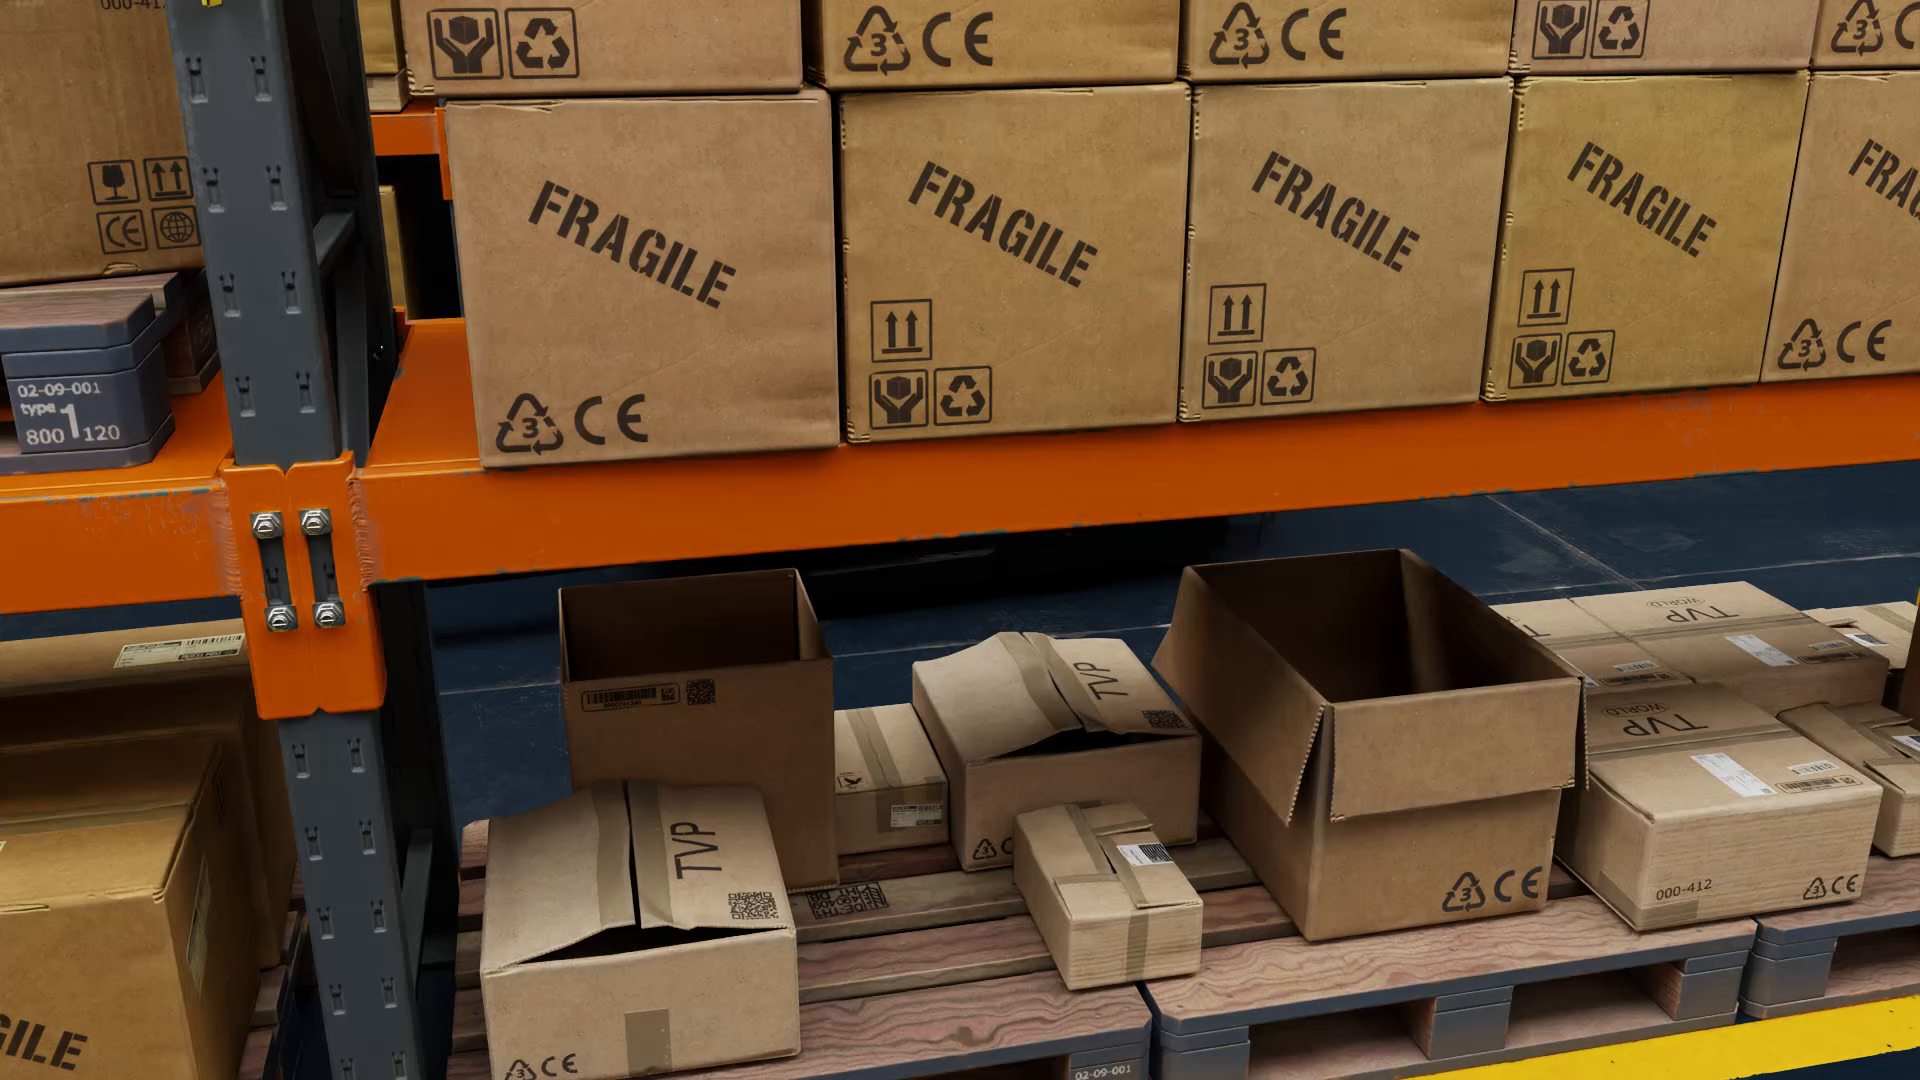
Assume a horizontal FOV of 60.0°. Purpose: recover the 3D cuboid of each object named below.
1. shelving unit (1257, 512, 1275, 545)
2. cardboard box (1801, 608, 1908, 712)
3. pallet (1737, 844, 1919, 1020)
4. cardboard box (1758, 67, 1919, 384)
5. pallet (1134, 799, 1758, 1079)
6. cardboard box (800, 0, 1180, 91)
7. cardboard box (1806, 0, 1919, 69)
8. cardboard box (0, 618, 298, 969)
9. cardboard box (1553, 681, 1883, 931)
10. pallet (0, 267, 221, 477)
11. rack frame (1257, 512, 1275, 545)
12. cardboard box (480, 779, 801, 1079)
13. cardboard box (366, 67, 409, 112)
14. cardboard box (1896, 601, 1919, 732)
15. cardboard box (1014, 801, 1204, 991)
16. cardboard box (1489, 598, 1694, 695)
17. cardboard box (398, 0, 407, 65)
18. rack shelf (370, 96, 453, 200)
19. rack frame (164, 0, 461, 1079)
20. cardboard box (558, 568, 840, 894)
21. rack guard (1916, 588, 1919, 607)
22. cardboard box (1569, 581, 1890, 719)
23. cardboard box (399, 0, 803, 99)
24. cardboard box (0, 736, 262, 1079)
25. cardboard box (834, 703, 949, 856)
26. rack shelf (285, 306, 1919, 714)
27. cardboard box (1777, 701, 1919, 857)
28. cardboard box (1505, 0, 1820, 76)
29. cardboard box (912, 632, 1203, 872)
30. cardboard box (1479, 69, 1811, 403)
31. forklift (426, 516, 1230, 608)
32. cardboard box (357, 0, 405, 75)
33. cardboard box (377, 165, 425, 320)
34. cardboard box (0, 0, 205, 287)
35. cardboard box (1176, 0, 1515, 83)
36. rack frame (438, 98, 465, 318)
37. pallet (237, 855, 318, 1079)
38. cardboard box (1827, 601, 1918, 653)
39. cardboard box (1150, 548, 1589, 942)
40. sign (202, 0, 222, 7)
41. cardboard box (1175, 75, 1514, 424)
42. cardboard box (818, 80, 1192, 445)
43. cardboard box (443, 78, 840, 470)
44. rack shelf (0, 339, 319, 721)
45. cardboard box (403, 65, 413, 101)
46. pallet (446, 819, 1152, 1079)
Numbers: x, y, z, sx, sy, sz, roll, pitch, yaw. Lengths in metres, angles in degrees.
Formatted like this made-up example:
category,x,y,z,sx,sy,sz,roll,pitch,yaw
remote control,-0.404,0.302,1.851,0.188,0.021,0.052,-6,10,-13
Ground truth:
category,x,y,z,sx,sy,sz,roll,pitch,yaw
shelving unit,1.059,-0.593,5.665,0.189,1.200,0.258,15,24,18
cardboard box,2.137,0.310,4.086,0.250,0.166,0.380,-5,21,-12
pallet,2.017,0.628,3.795,1.213,0.211,1.003,-5,21,-12
cardboard box,1.503,-0.592,2.924,0.500,0.500,0.500,-4,21,-12
pallet,0.832,0.723,3.535,1.213,0.211,1.003,-5,21,-12
cardboard box,-0.001,-0.935,2.408,0.500,0.500,0.500,-5,21,-14
cardboard box,1.502,-1.058,2.742,0.500,0.500,0.500,-4,21,-11
cardboard box,-1.553,0.489,3.113,0.500,0.500,0.500,-6,21,-15
cardboard box,1.463,0.524,3.382,0.500,0.250,0.500,-5,21,-12
pallet,-1.829,-0.318,2.601,1.213,0.211,1.003,-5,21,-12
rack frame,1.143,-0.570,5.637,0.006,1.200,0.240,15,24,18
cardboard box,-0.568,0.660,2.920,0.500,0.311,0.500,-5,21,-12
cardboard box,-2.433,-1.862,6.874,0.250,0.149,0.380,-4,21,-12
cardboard box,2.394,0.341,3.516,0.500,0.500,0.500,-5,21,-12
cardboard box,0.272,0.656,3.141,0.250,0.166,0.380,-5,21,-12
cardboard box,1.299,0.360,3.828,0.500,0.250,0.500,-5,21,-12
cardboard box,-2.675,-2.337,7.225,0.500,0.500,0.500,-5,21,-14
rack shelf,-4.116,-1.596,6.858,4.000,0.370,1.077,-5,21,-12
rack frame,-1.026,-0.435,2.640,0.127,3.000,1.000,-5,21,-12
cardboard box,-0.537,0.392,3.377,0.500,0.500,0.500,-5,21,-12
rack guard,2.793,0.428,3.918,0.348,0.500,1.175,-5,21,-12
cardboard box,1.786,0.321,3.936,0.500,0.250,0.500,-5,21,-12
cardboard box,-0.503,-0.894,2.296,0.500,0.500,0.500,-4,21,-11
cardboard box,-1.440,0.667,2.626,0.500,0.500,0.500,-5,21,-13
cardboard box,-0.186,0.508,3.573,0.250,0.149,0.380,-5,21,-12
rack shelf,0.920,-0.255,3.196,4.000,0.370,1.077,-5,21,-12
cardboard box,1.979,0.500,3.569,0.250,0.166,0.380,-5,21,-12
cardboard box,1.002,-1.017,2.631,0.500,0.500,0.500,-4,20,-11
cardboard box,0.193,0.422,3.572,0.500,0.311,0.500,-5,21,-12
cardboard box,1.012,-0.552,2.815,0.500,0.500,0.500,-5,21,-13
forklift,-0.668,-1.296,5.092,3.031,2.935,1.130,-7,21,-18
cardboard box,-2.561,-2.168,6.764,0.500,0.500,0.500,-5,21,-13
cardboard box,-2.772,-1.185,7.204,0.750,0.750,0.750,-4,21,-12
cardboard box,-1.538,-0.716,2.653,0.500,0.500,0.700,-13,24,-31
cardboard box,0.500,-0.976,2.518,0.500,0.500,0.500,-5,21,-14
rack frame,-2.169,-2.093,7.166,0.127,3.000,1.000,-5,21,-12
pallet,-1.809,0.952,2.910,1.213,0.211,1.003,-5,21,-12
cardboard box,2.380,0.299,4.143,0.250,0.149,0.380,-5,21,-12
cardboard box,0.801,0.380,3.405,0.637,0.503,0.797,-5,21,-12
sign,-0.895,-0.793,1.935,0.005,0.325,0.100,-5,21,-12
cardboard box,0.518,-0.511,2.704,0.500,0.500,0.500,-5,21,-13
cardboard box,0.030,-0.472,2.598,0.500,0.500,0.500,-4,21,-12
cardboard box,-0.467,-0.431,2.484,0.500,0.500,0.500,-4,21,-11
rack shelf,-2.972,0.061,2.332,4.000,0.370,1.077,-5,21,-12
cardboard box,-2.541,-2.024,7.315,0.250,0.149,0.380,-5,21,-14
pallet,-0.357,0.821,3.268,1.213,0.211,1.003,-5,21,-12
